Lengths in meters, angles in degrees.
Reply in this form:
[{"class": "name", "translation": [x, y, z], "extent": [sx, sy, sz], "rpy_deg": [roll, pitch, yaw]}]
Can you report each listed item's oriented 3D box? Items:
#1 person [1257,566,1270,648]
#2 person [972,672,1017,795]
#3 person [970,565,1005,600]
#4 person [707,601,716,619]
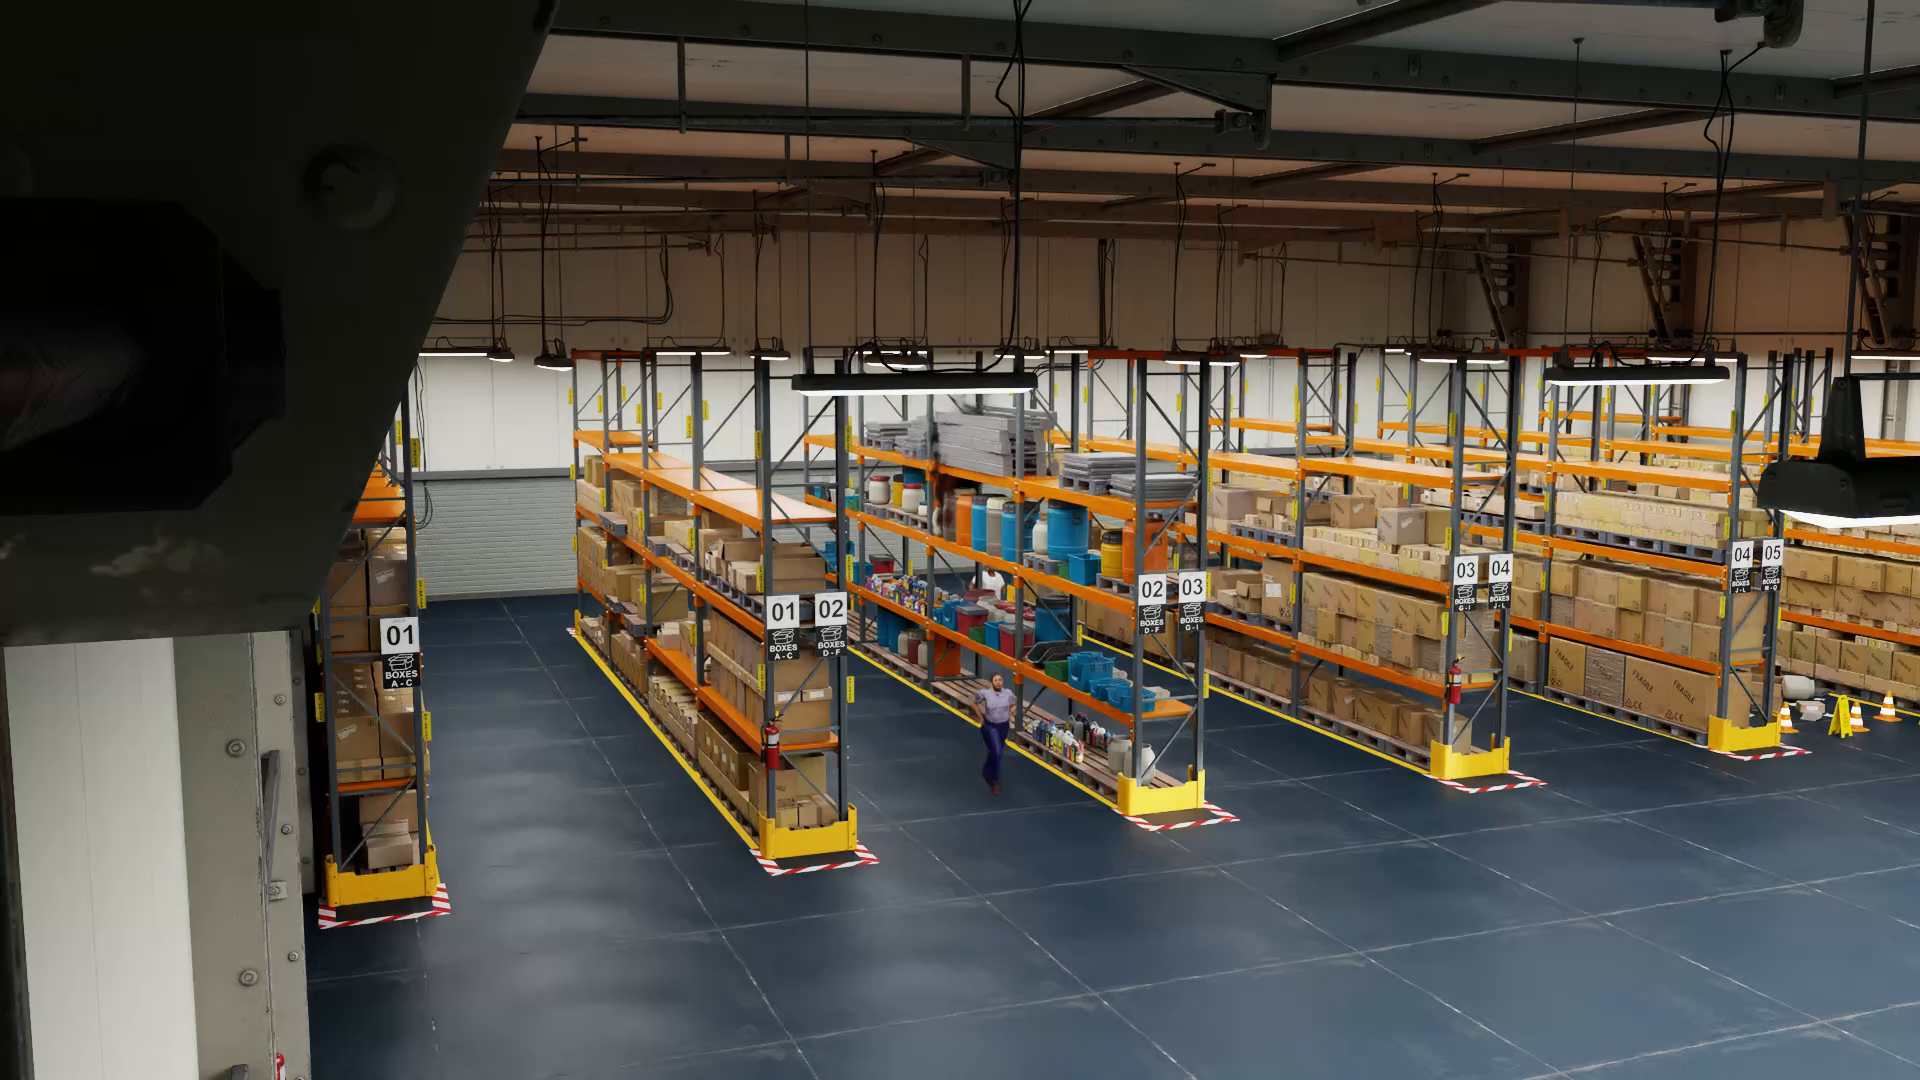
[{"class": "person", "translation": [6.013, 1.379, 33.404], "extent": [0.592, 1.732, 0.759], "rpy_deg": [-3, 8, -25]}, {"class": "person", "translation": [0.506, 2.670, 23.120], "extent": [0.574, 1.719, 0.754], "rpy_deg": [-4, 8, -27]}, {"class": "person", "translation": [0.638, 1.248, 33.774], "extent": [0.727, 1.736, 0.998], "rpy_deg": [-4, 8, -32]}, {"class": "person", "translation": [-5.092, 1.256, 34.093], "extent": [0.601, 1.717, 0.899], "rpy_deg": [-4, 8, -32]}]
